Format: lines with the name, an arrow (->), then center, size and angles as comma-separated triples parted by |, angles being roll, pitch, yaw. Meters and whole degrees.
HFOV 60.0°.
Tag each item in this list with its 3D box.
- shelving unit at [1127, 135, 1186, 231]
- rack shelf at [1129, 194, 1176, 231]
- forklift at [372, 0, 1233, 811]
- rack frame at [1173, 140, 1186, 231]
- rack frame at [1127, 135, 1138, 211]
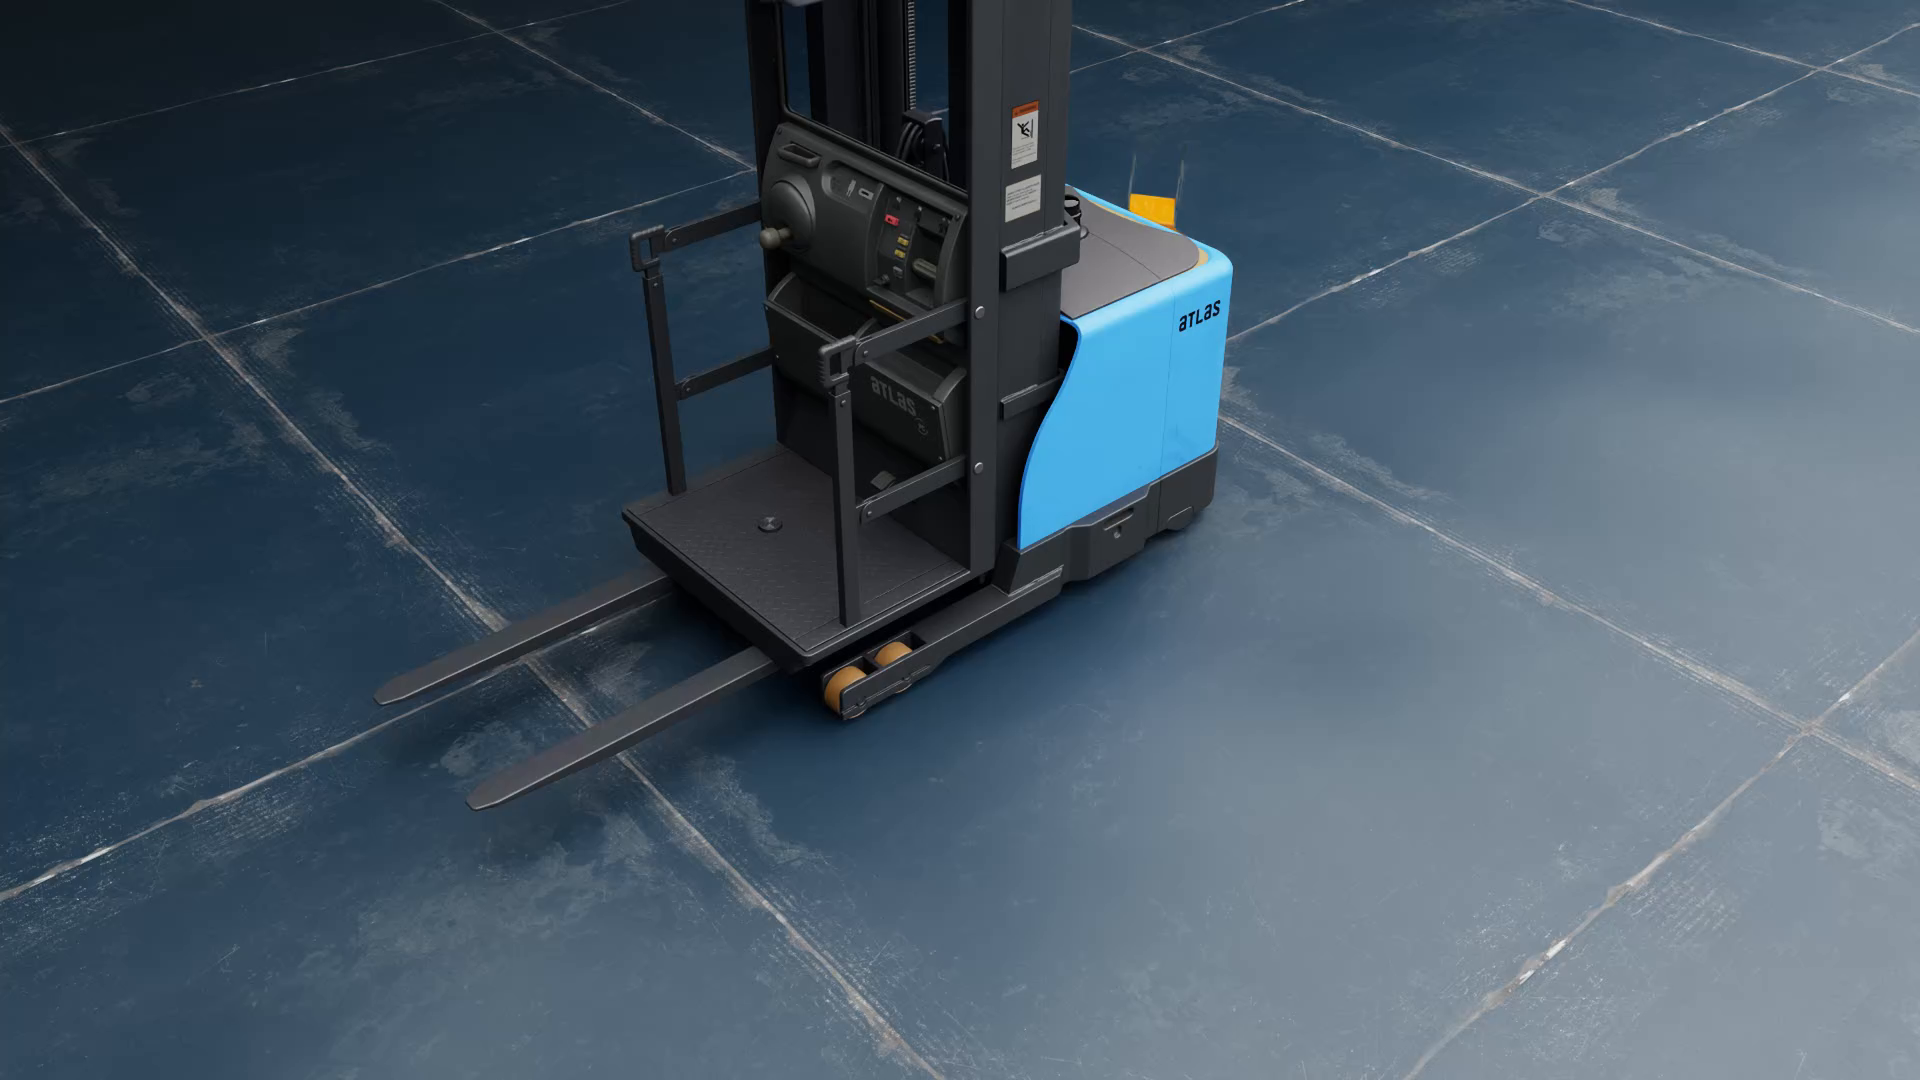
shelving unit -> 0.710, -0.978, 6.583 | 0.189, 1.200, 0.258 | 8, 36, 4
rack shelf -> 0.732, -1.233, 6.399 | 0.180, 0.103, 0.258 | 8, 36, 4
forklift -> -0.473, -0.958, 5.067 | 3.031, 2.935, 1.130 | -27, 43, -32
rack frame -> 0.801, -0.966, 6.577 | 0.006, 1.200, 0.240 | 8, 36, 4
rack frame -> 0.620, -0.990, 6.589 | 0.006, 1.200, 0.240 | 8, 36, 4
